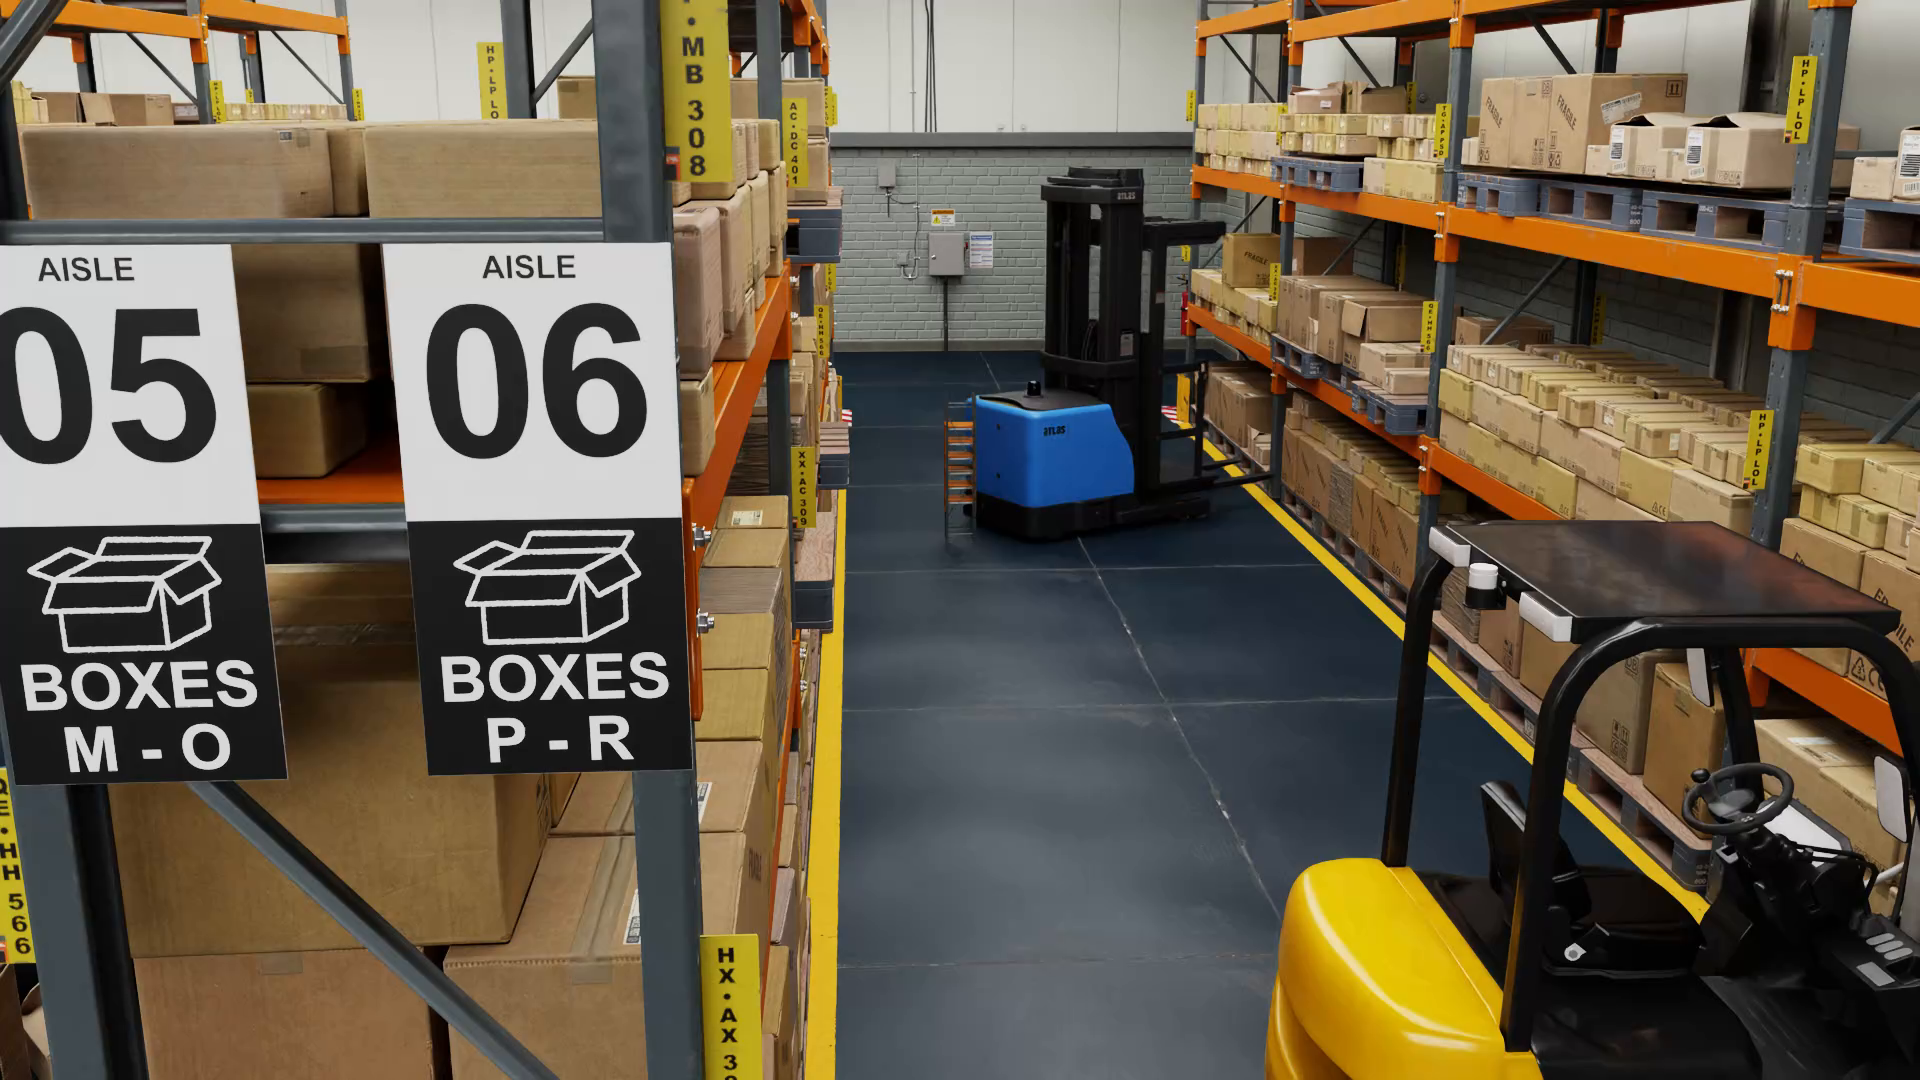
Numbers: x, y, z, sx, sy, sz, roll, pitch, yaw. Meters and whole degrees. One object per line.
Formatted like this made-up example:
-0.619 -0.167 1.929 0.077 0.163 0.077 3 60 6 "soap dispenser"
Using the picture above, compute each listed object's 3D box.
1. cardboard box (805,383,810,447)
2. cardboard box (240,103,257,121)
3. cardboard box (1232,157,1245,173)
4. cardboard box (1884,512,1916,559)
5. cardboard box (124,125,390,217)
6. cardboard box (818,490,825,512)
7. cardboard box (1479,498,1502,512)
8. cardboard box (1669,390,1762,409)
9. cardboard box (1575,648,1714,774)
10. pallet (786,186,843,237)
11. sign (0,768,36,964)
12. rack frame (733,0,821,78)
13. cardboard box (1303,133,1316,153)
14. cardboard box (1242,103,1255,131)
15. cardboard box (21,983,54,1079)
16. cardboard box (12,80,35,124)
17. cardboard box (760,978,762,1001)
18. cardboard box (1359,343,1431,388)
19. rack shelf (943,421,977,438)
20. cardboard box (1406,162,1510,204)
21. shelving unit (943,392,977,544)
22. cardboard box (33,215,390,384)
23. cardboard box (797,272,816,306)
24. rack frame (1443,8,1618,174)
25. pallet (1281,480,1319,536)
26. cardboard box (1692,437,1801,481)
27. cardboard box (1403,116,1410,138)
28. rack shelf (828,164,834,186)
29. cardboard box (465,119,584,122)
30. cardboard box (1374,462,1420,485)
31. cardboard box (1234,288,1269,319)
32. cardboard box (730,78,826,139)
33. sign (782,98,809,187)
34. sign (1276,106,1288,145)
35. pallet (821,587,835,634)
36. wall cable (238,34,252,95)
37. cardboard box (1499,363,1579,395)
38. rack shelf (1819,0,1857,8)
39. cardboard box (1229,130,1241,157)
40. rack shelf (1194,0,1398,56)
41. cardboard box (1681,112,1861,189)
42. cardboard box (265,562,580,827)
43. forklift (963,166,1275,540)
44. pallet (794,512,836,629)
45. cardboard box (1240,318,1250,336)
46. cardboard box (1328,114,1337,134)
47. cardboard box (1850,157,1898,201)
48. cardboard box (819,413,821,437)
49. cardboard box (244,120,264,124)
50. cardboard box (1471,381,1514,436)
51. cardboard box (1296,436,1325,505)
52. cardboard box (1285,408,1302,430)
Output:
-0.937 -0.419 7.494 0.500 0.500 0.500 -1 14 -3 "cardboard box"
-6.395 -3.752 14.566 0.380 0.149 0.250 -1 14 -5 "cardboard box"
2.854 -3.643 16.149 0.380 0.149 0.250 -1 14 -2 "cardboard box"
3.610 -0.005 6.025 0.380 0.149 0.250 -1 14 -4 "cardboard box"
-1.208 -0.644 2.894 0.380 0.149 0.250 -1 14 -2 "cardboard box"
-1.370 -0.120 11.393 0.875 0.875 0.875 -1 14 -4 "cardboard box"
3.822 -0.291 11.510 0.380 0.149 0.250 0 14 -1 "cardboard box"
3.936 -0.688 8.678 0.380 0.149 0.250 -1 14 -3 "cardboard box"
3.708 0.769 8.440 0.875 0.625 0.625 -1 14 -4 "cardboard box"
-1.162 -1.552 7.896 1.213 0.211 1.003 -1 14 -3 "pallet"
-1.470 0.507 2.577 0.100 0.325 0.005 -1 14 -3 "sign"
-1.658 -4.672 13.626 1.000 3.000 0.127 -1 14 -3 "rack frame"
2.943 -3.156 13.215 0.380 0.149 0.250 -1 14 -3 "cardboard box"
2.961 -3.985 15.675 0.500 0.250 0.500 -1 14 -2 "cardboard box"
-3.254 1.782 6.066 0.258 0.266 0.396 -13 20 -42 "cardboard box"
-6.126 -2.776 10.537 0.396 0.266 0.258 -1 14 -3 "cardboard box"
-0.664 1.058 3.899 0.380 0.149 0.250 -1 14 -3 "cardboard box"
3.155 -1.238 11.776 0.500 0.250 0.500 -2 15 -6 "cardboard box"
0.001 -0.883 13.284 0.258 0.103 0.180 -1 14 -3 "rack shelf"
3.270 -2.354 10.935 0.500 0.250 0.500 -1 14 -5 "cardboard box"
0.001 -0.577 13.363 0.258 1.200 0.189 -1 14 -3 "shelving unit"
-1.215 -0.430 2.861 0.500 0.250 0.500 -1 14 -4 "cardboard box"
-1.237 -1.554 11.341 0.500 0.500 0.500 -1 14 -3 "cardboard box"
3.544 -3.755 10.061 1.000 3.000 0.127 -1 14 -3 "rack frame"
3.384 -0.292 14.239 1.003 0.211 1.213 -1 14 -3 "pallet"
3.515 -0.363 7.415 0.380 0.149 0.250 -1 14 -4 "cardboard box"
3.276 -2.844 11.445 0.380 0.149 0.250 -1 14 -4 "cardboard box"
-1.782 -3.369 16.023 1.077 0.370 4.000 -1 14 -3 "rack shelf"
-1.416 -1.281 5.370 0.380 0.149 0.250 -1 14 -5 "cardboard box"
3.269 -0.475 12.227 0.380 0.149 0.250 0 14 -2 "cardboard box"
2.957 -2.287 16.101 0.500 0.250 0.500 -1 14 -4 "cardboard box"
-0.839 -1.878 7.242 0.500 0.250 0.500 -1 14 -5 "cardboard box"
-0.621 -1.491 6.243 0.100 0.325 0.005 -1 14 -3 "sign"
2.755 -3.537 14.197 0.100 0.325 0.005 -1 14 -3 "sign"
-1.384 0.381 11.622 1.003 0.211 1.213 -1 14 -3 "pallet"
-8.707 -8.532 22.170 2.277 5.999 0.120 -1 14 -3 "wall cable"
3.358 -0.934 9.633 0.380 0.149 0.250 -1 14 -3 "cardboard box"
3.915 -1.721 4.401 1.077 0.370 4.000 -1 14 -3 "rack shelf"
2.929 -3.867 16.220 0.500 0.250 0.500 -1 14 -4 "cardboard box"
3.172 -4.897 15.951 1.077 0.370 4.000 -1 14 -3 "rack shelf"
3.504 -1.692 7.200 0.500 0.311 0.500 -1 14 -5 "cardboard box"
-1.188 0.291 3.571 0.700 0.500 0.500 -1 14 -3 "cardboard box"
1.537 -1.682 14.180 3.031 2.935 1.130 -9 17 -32 "forklift"
-1.065 0.123 7.413 1.003 0.211 1.213 -1 14 -3 "pallet"
2.913 -2.056 16.000 0.380 0.149 0.250 -1 14 -4 "cardboard box"
3.025 -3.171 12.675 0.380 0.149 0.250 -1 14 -3 "cardboard box"
3.516 -1.321 6.083 0.380 0.149 0.250 -1 14 -2 "cardboard box"
-1.006 -0.648 9.688 0.380 0.149 0.250 -1 14 -4 "cardboard box"
-6.409 -3.535 14.524 0.500 0.250 0.500 -1 14 -4 "cardboard box"
3.357 -0.781 9.838 0.500 0.250 0.500 0 14 -2 "cardboard box"
3.144 -0.581 13.939 0.500 0.500 0.500 -1 14 -4 "cardboard box"
3.053 -1.058 14.491 0.380 0.149 0.250 0 14 -1 "cardboard box"
